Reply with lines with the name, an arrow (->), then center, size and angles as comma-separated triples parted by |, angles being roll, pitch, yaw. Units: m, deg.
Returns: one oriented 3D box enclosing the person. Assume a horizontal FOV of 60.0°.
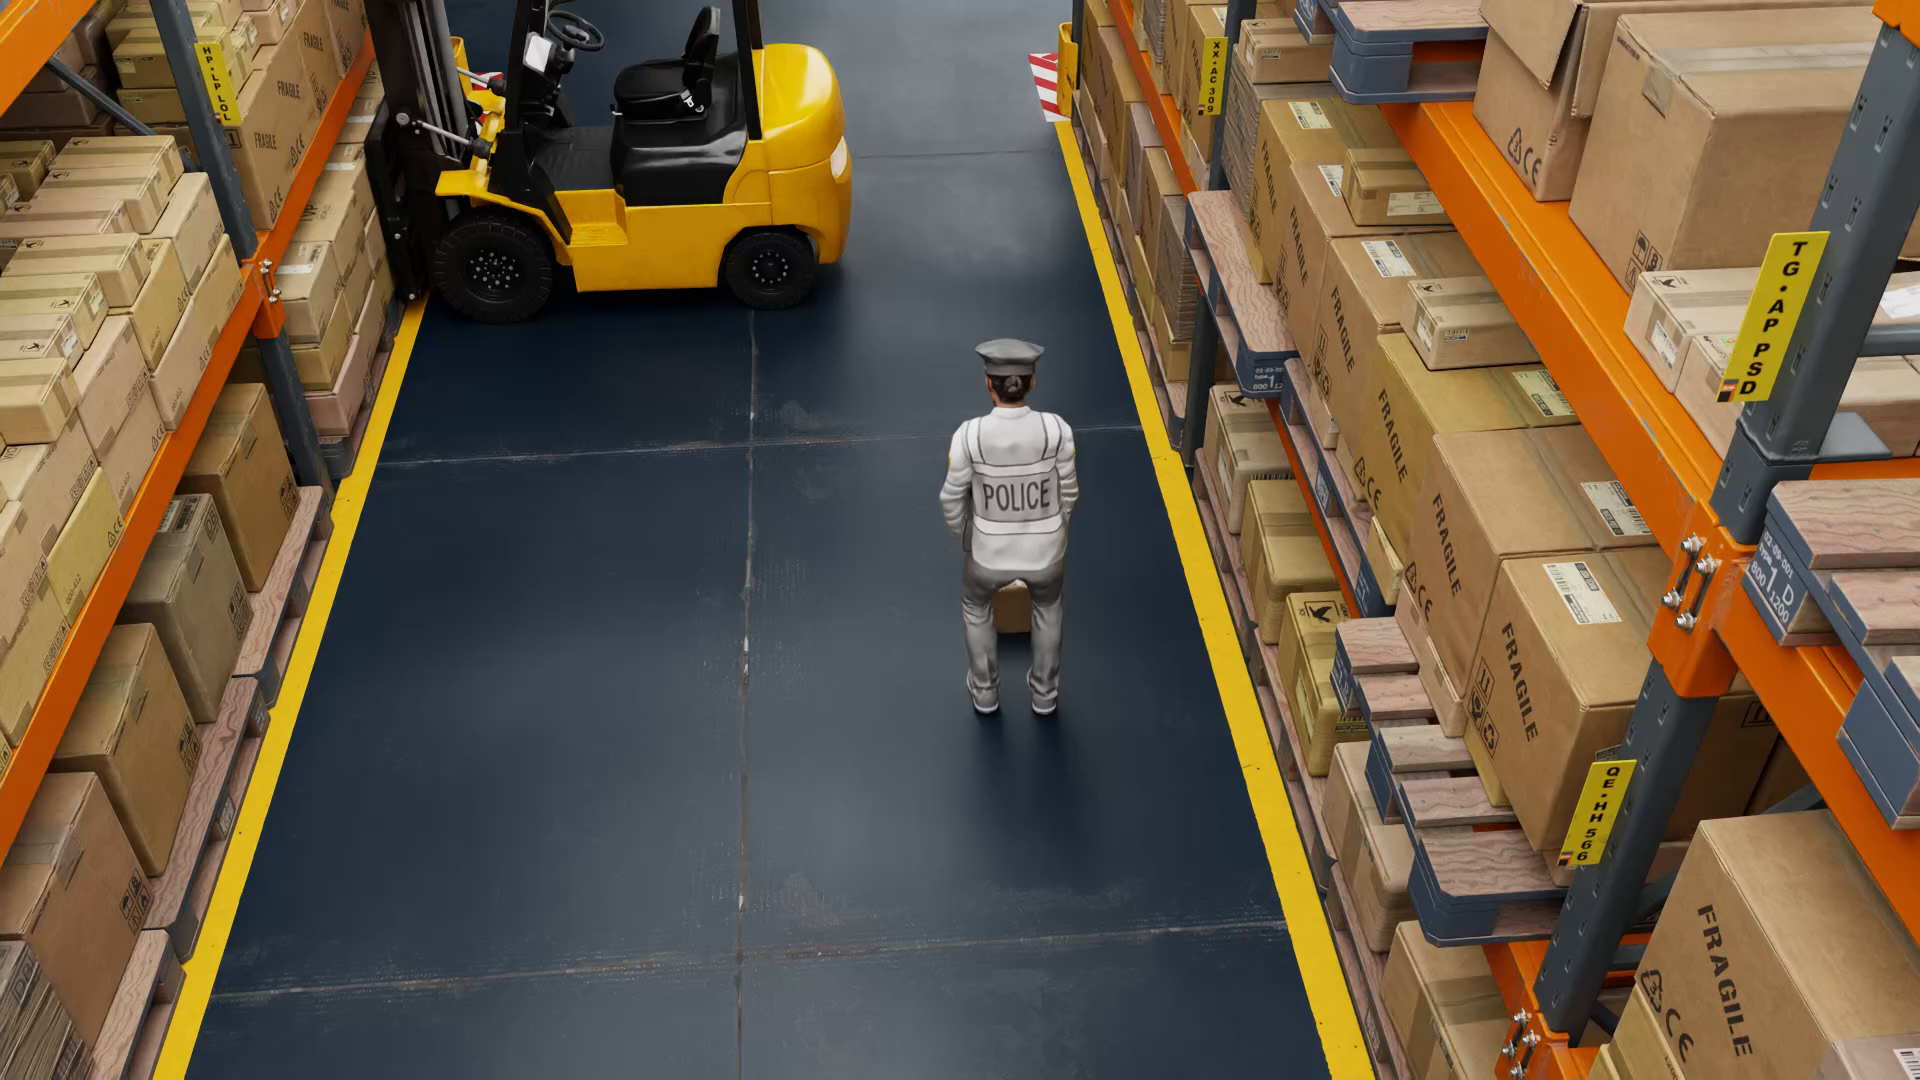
person -> 0.180, -0.005, 6.219 | 0.508, 1.604, 0.485 | -1, 39, -1
